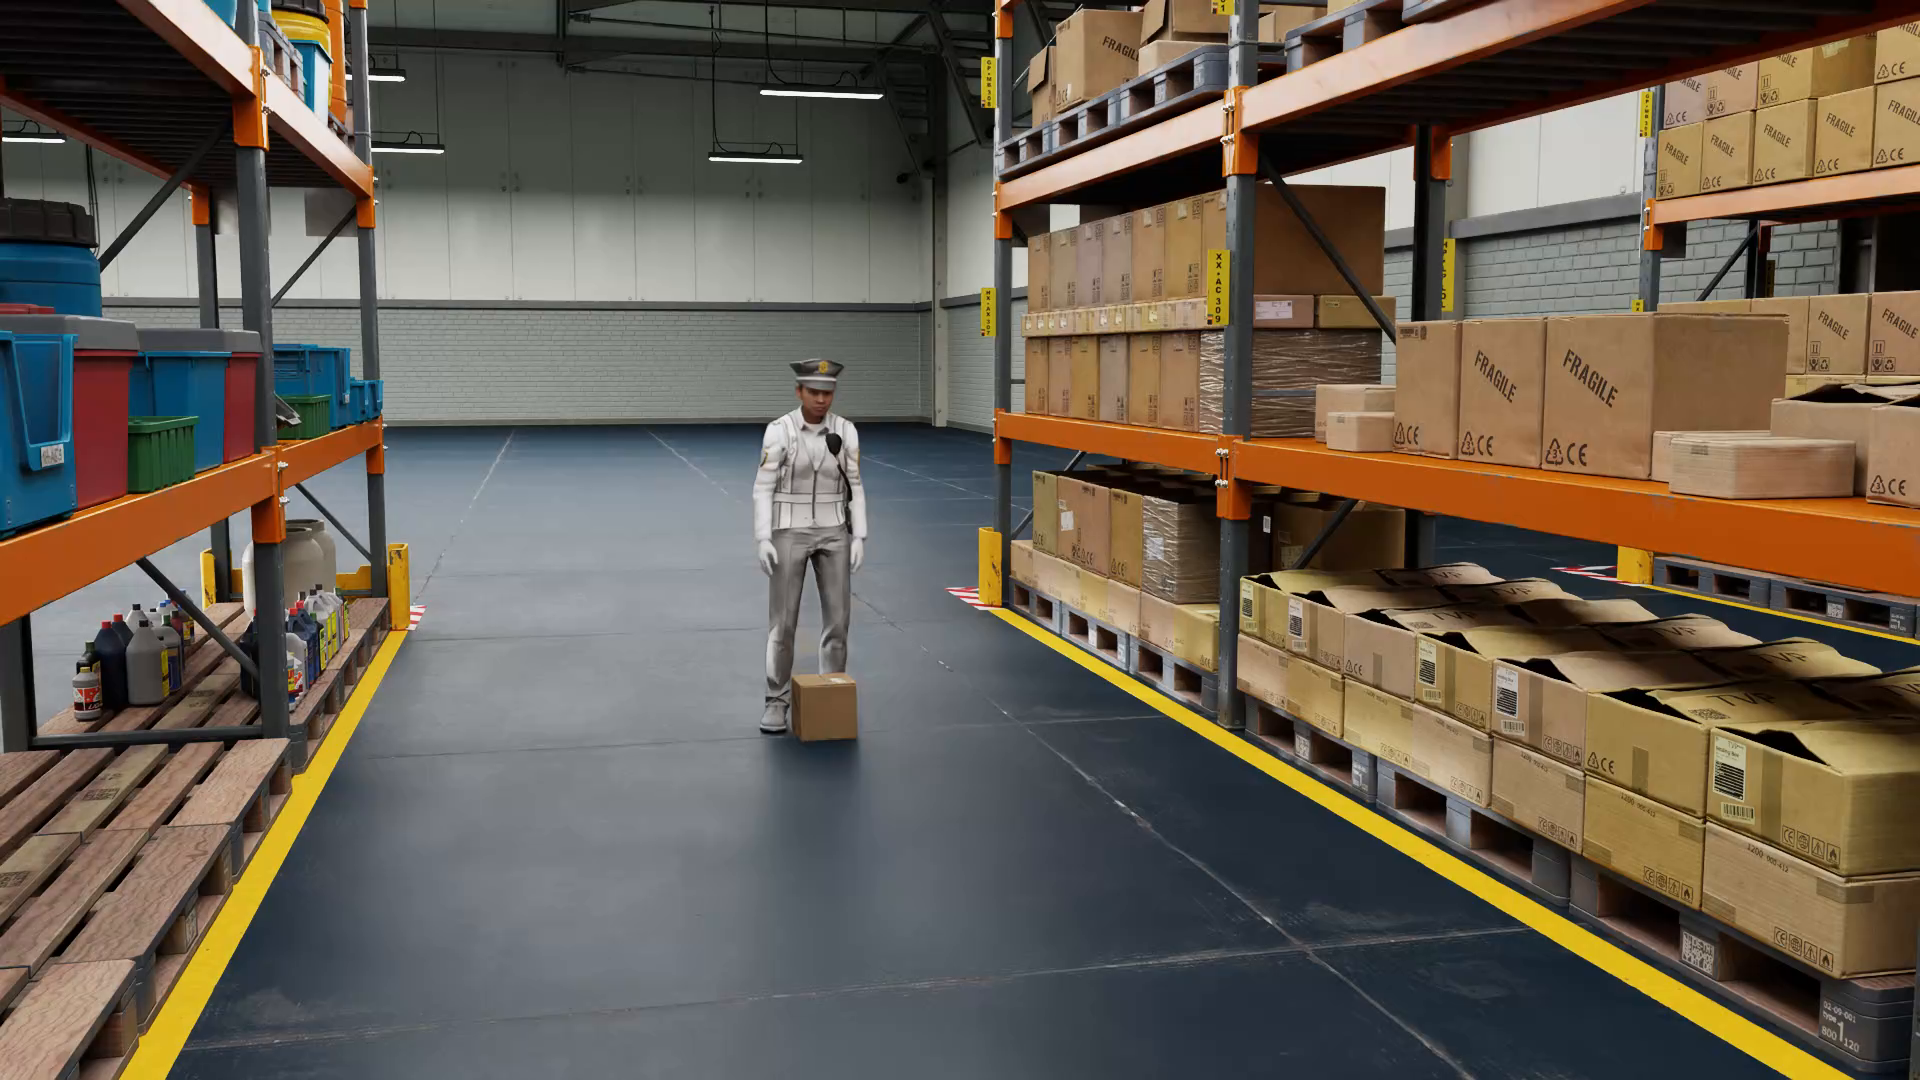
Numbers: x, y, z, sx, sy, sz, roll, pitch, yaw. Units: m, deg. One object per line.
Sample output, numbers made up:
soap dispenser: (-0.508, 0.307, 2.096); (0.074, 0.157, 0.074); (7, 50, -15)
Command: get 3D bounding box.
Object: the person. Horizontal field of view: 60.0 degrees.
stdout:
person: (-0.672, 0.014, 7.540); (0.522, 1.663, 0.371); (-2, 6, -16)
